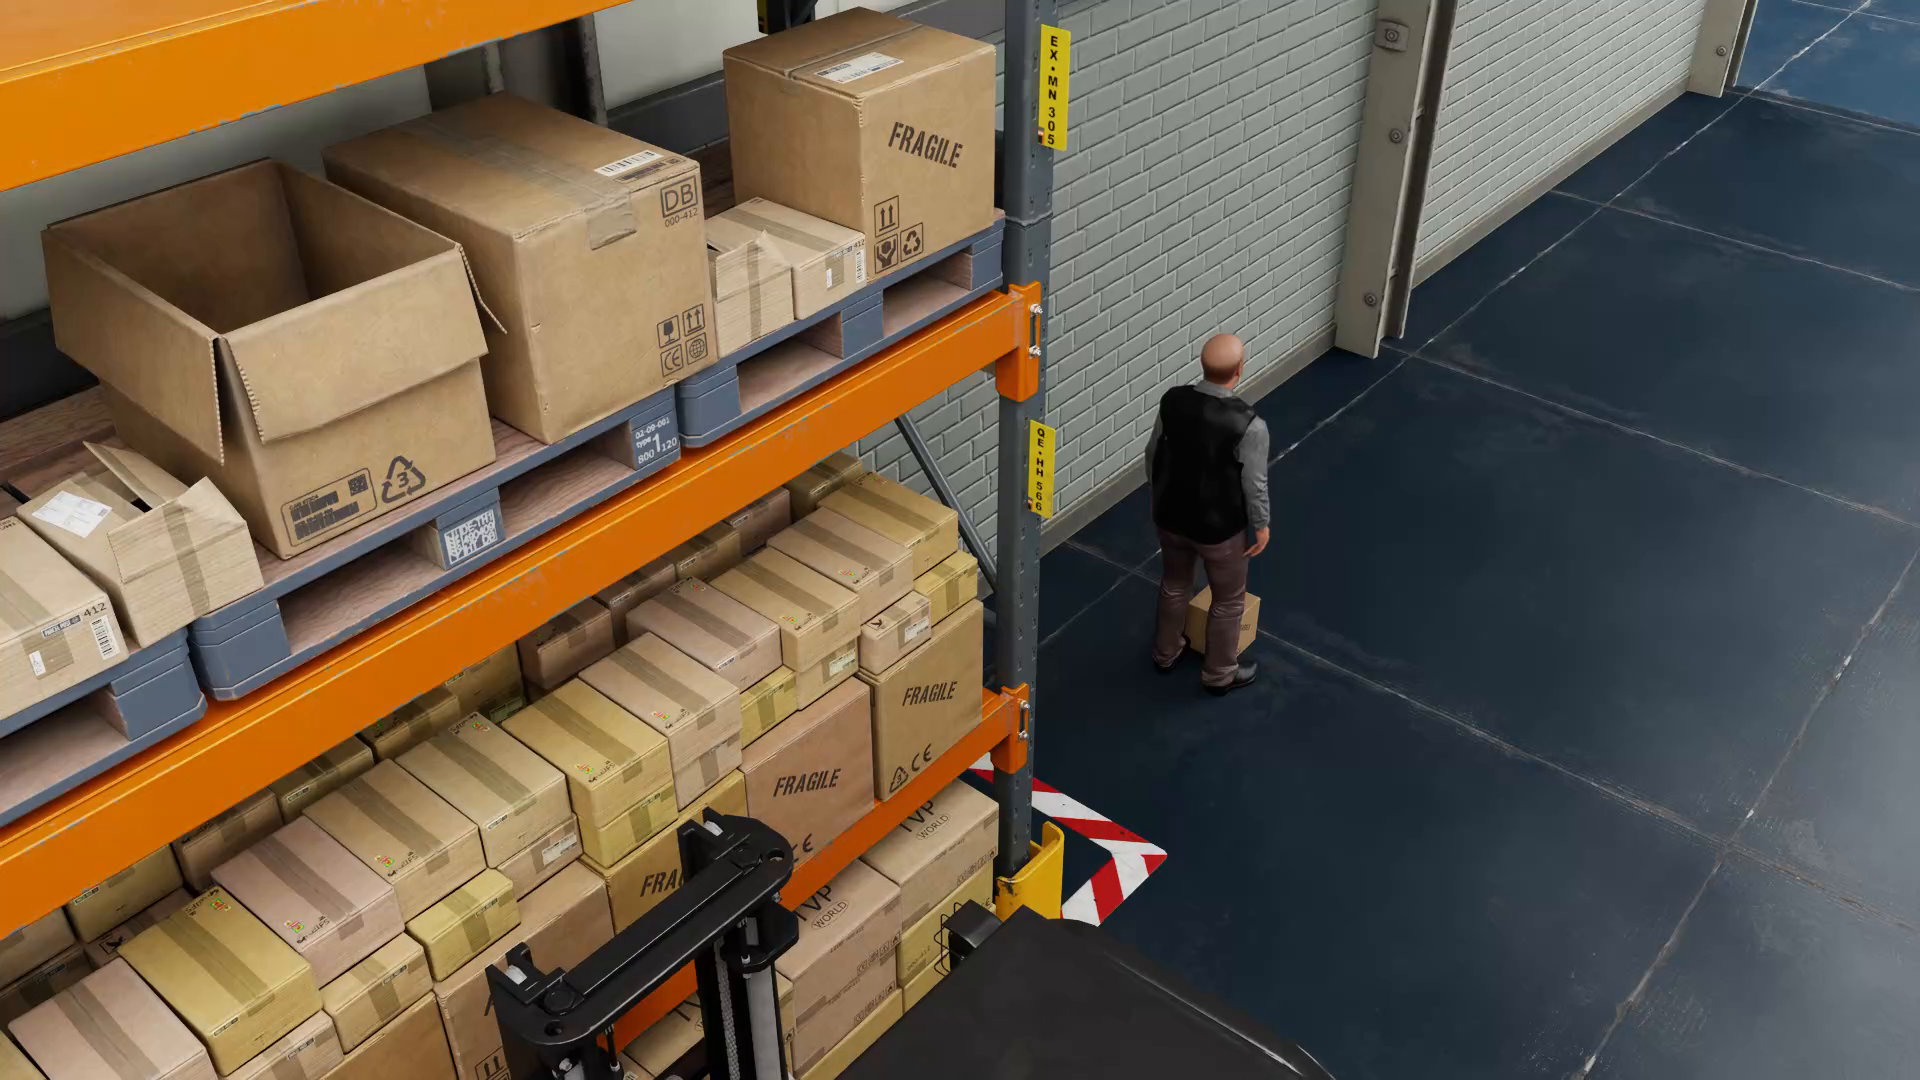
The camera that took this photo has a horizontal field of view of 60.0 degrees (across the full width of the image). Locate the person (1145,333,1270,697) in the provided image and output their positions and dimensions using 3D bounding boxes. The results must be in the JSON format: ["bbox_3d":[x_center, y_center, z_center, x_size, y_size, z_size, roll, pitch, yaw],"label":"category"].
[{"bbox_3d":[1.063,-0.094,7.300,0.590,1.722,0.410,24,41,30],"label":"person"}]
